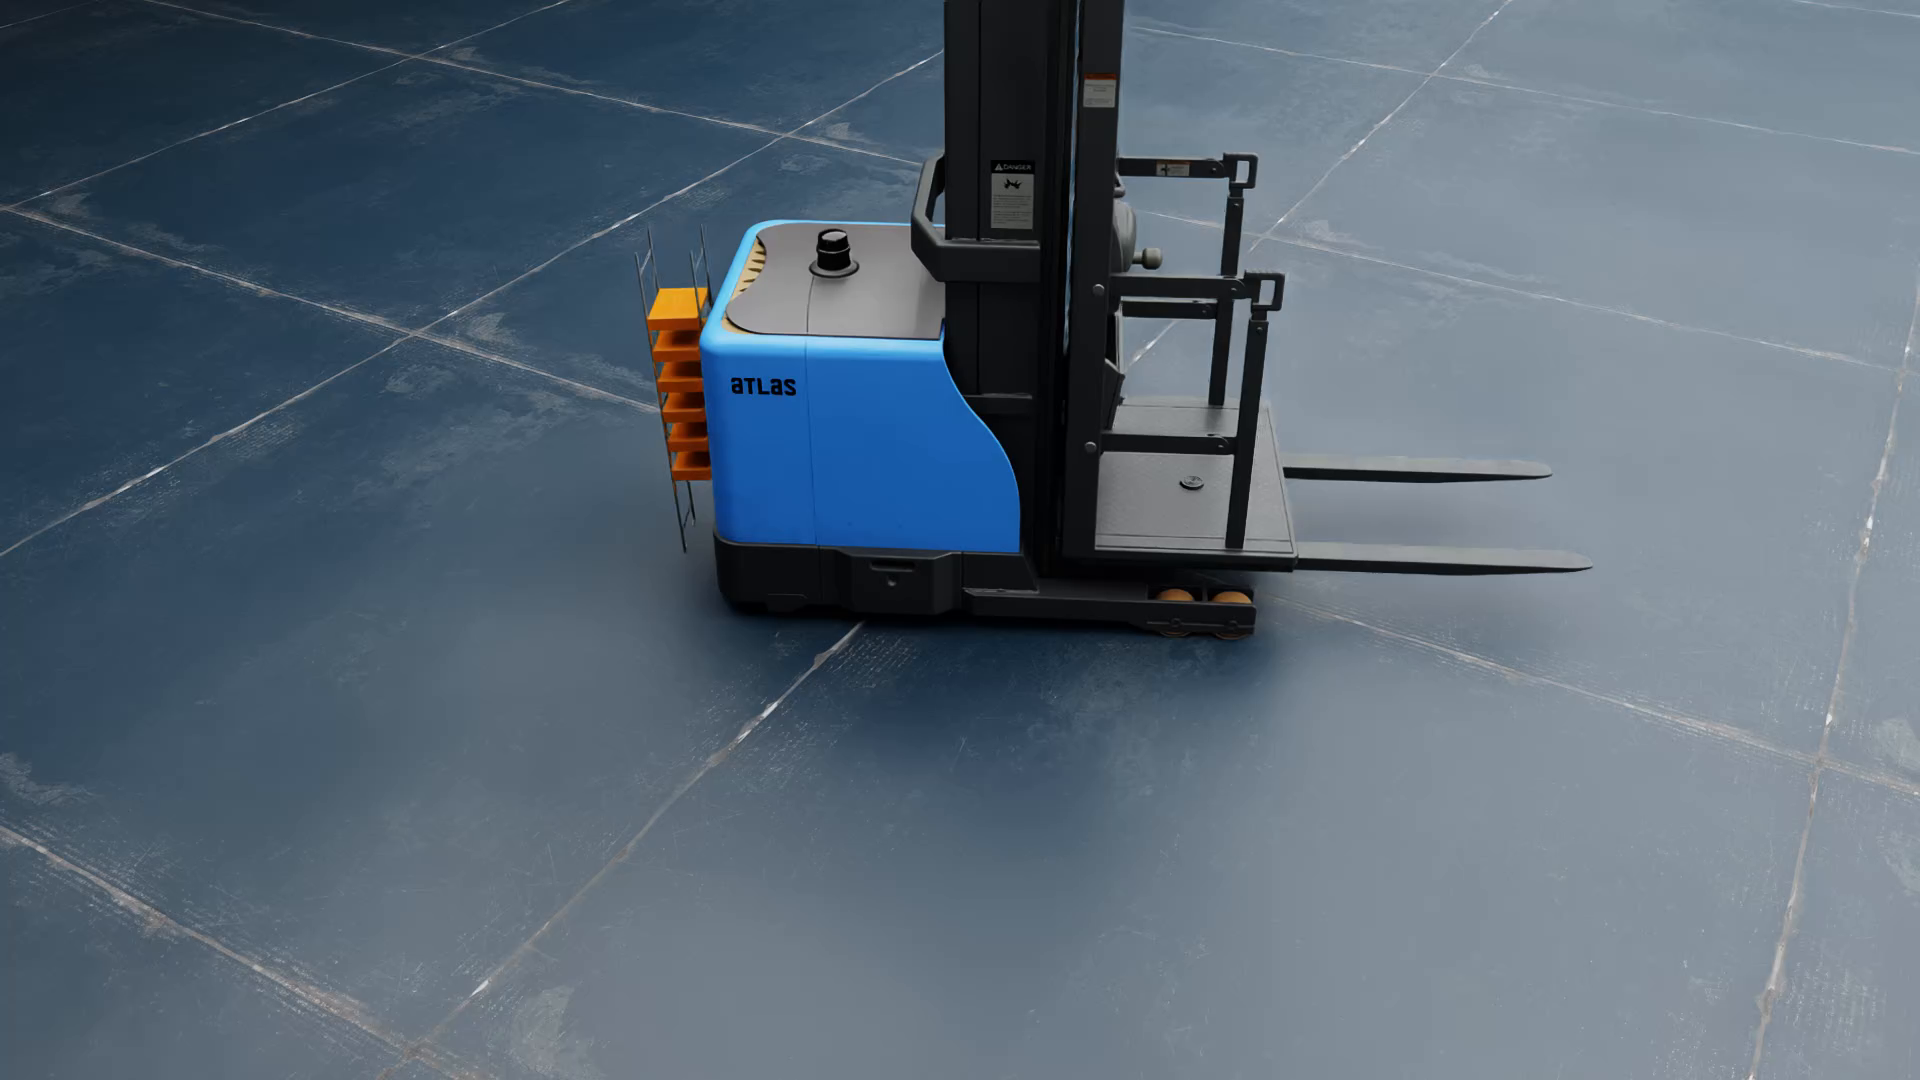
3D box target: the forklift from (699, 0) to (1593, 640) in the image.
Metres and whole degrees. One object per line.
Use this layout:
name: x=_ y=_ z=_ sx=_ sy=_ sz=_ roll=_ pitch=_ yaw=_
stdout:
forklift: x=0.687 y=-1.182 z=5.381 sx=3.031 sy=2.935 sz=1.130 roll=2 pitch=34 yaw=3

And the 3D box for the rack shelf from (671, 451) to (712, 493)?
rack shelf: x=-0.943 y=-0.282 z=6.097 sx=0.180 sy=0.103 sz=0.258 roll=-1 pitch=34 yaw=3

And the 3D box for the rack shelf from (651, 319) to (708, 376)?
rack shelf: x=-0.964 y=-0.681 z=5.832 sx=0.180 sy=0.103 sz=0.258 roll=-1 pitch=34 yaw=3

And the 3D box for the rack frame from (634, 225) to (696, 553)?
rack frame: x=-1.047 y=-0.517 z=5.944 sx=0.006 sy=1.200 sz=0.240 roll=-1 pitch=34 yaw=3

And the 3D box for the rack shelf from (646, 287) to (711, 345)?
rack shelf: x=-0.969 y=-0.781 z=5.765 sx=0.180 sy=0.103 sz=0.258 roll=-1 pitch=34 yaw=3

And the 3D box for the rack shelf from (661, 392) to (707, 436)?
rack shelf: x=-0.953 y=-0.482 z=5.964 sx=0.180 sy=0.103 sz=0.258 roll=-1 pitch=34 yaw=3

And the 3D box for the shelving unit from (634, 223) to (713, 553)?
shelving unit: x=-0.955 y=-0.519 z=5.940 sx=0.189 sy=1.200 sz=0.258 roll=-1 pitch=34 yaw=3

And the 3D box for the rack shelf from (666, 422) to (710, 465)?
rack shelf: x=-0.948 y=-0.382 z=6.031 sx=0.180 sy=0.103 sz=0.258 roll=-1 pitch=34 yaw=3

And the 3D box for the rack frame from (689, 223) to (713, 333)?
rack frame: x=-0.864 y=-0.521 z=5.935 sx=0.006 sy=1.200 sz=0.240 roll=-1 pitch=34 yaw=3

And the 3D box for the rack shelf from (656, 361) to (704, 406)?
rack shelf: x=-0.959 y=-0.582 z=5.898 sx=0.180 sy=0.103 sz=0.258 roll=-1 pitch=34 yaw=3
